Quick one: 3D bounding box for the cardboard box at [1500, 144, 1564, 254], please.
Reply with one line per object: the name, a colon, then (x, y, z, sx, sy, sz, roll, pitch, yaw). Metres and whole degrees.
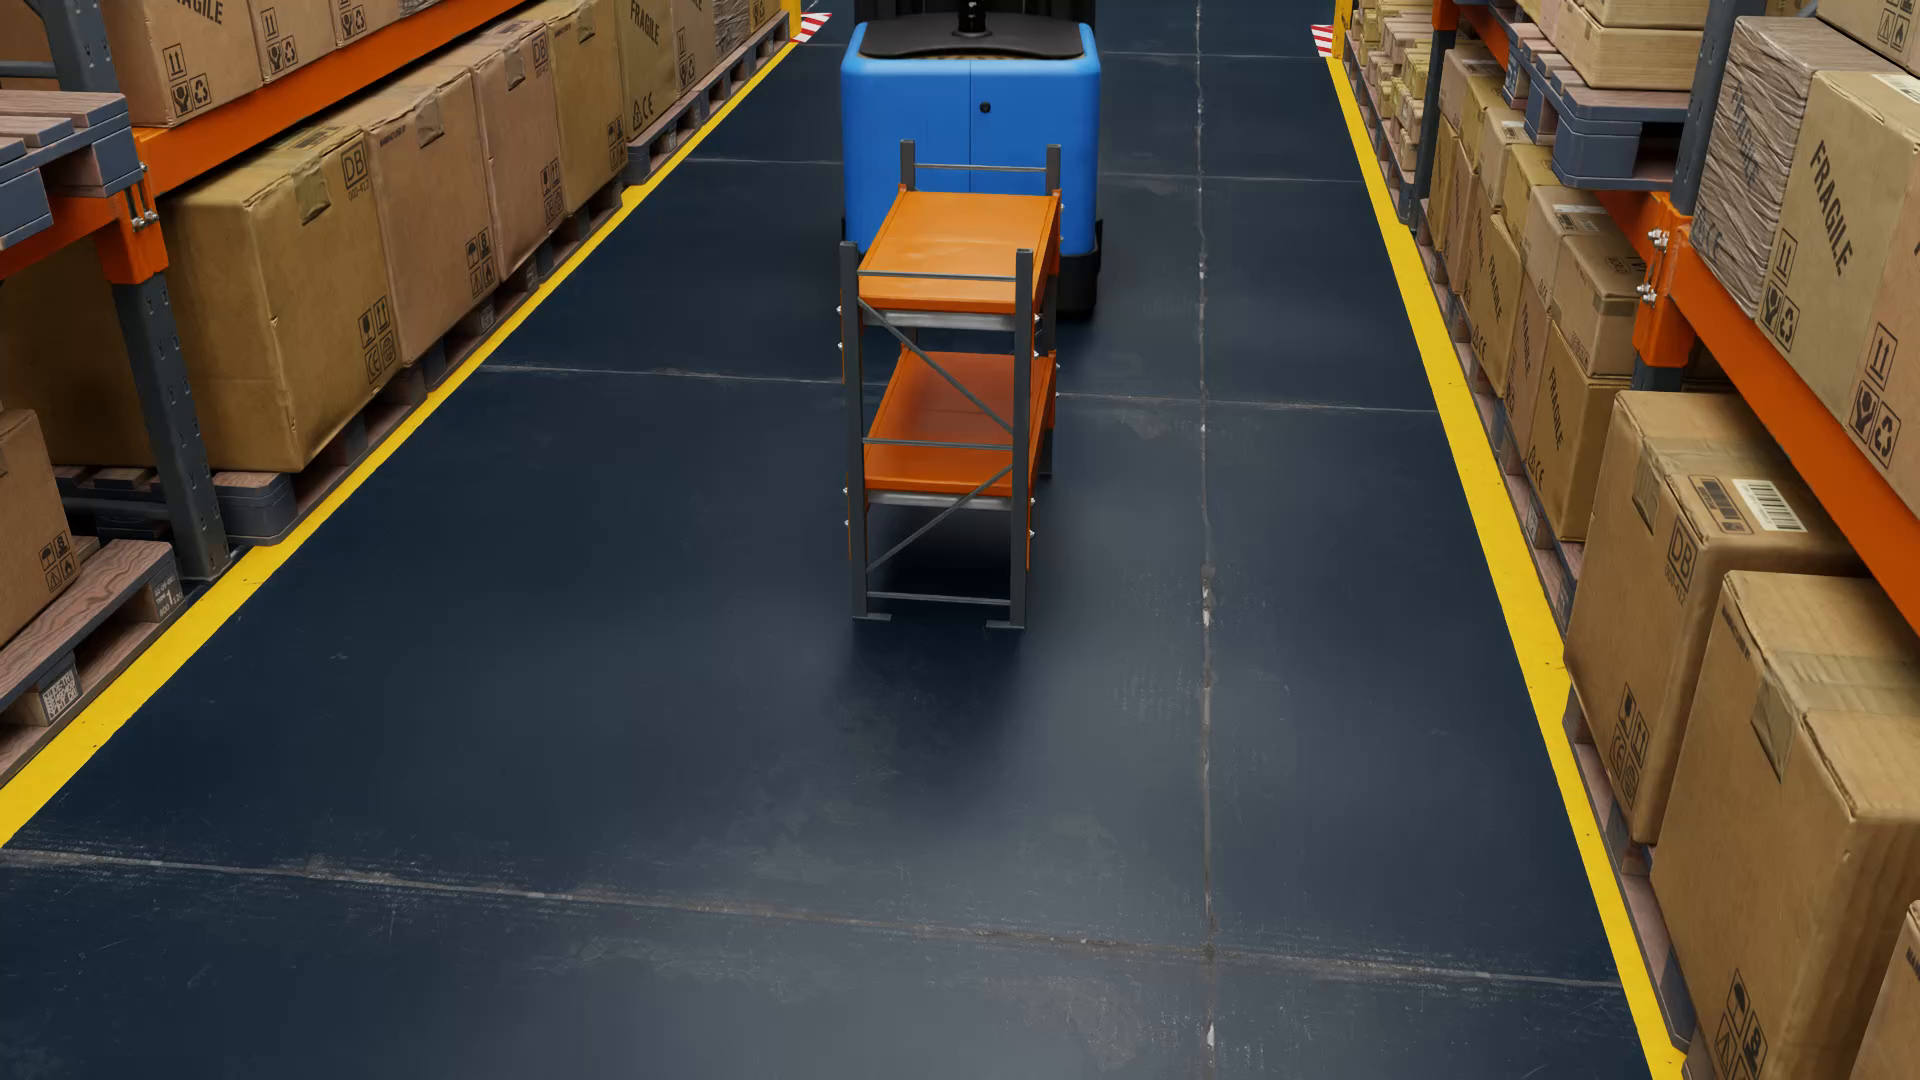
cardboard box: (2.129, -1.136, 5.598, 0.500, 0.250, 0.500, 4, 29, 7)

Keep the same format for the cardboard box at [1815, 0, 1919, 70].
cardboard box: (2.111, -1.181, 3.120, 0.700, 0.500, 0.500, 3, 28, 6)

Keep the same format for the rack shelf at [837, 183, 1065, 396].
rack shelf: (0.001, -0.756, 4.850, 0.538, 0.278, 1.000, 3, 28, 6)

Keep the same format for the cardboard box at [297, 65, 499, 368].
cardboard box: (-2.512, -1.236, 6.178, 1.225, 0.875, 0.875, 3, 29, 6)

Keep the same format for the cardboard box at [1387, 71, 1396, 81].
cardboard box: (2.601, -2.531, 9.348, 0.380, 0.149, 0.250, 4, 29, 7)

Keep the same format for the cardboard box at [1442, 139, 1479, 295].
cardboard box: (2.249, -1.293, 6.681, 0.500, 0.500, 0.500, 5, 29, 8)

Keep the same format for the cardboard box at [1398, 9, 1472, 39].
cardboard box: (2.677, -2.894, 9.394, 0.380, 0.149, 0.250, 3, 29, 6)

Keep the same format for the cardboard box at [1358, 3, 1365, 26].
cardboard box: (2.748, -3.377, 10.605, 0.380, 0.149, 0.250, 3, 28, 6)

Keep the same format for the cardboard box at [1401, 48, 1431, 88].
cardboard box: (2.467, -2.405, 8.487, 0.380, 0.149, 0.250, 3, 28, 6)

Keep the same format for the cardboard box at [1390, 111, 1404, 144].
cardboard box: (2.459, -2.170, 8.679, 0.380, 0.149, 0.250, 2, 28, 5)

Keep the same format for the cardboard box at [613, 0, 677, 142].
cardboard box: (-2.084, -2.682, 8.863, 0.875, 0.875, 0.875, 3, 28, 6)

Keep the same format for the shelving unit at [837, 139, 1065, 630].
shelving unit: (0.001, -0.498, 4.989, 0.538, 1.125, 1.048, 3, 28, 6)

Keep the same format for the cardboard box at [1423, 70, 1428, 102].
cardboard box: (2.451, -2.165, 8.041, 0.380, 0.149, 0.250, 4, 29, 8)

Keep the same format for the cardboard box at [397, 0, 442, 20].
cardboard box: (-2.221, -2.220, 6.102, 0.500, 0.500, 0.500, 3, 29, 6)

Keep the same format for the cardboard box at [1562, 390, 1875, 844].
cardboard box: (2.012, 0.179, 3.684, 1.050, 0.750, 0.750, 3, 28, 6)

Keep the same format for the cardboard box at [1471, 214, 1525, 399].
cardboard box: (2.113, -0.811, 5.785, 0.500, 0.500, 0.500, 2, 28, 4)

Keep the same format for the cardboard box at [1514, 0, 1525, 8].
cardboard box: (1.909, -1.723, 5.107, 0.380, 0.149, 0.250, 2, 28, 4)

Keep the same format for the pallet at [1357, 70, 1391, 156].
pallet: (2.860, -2.457, 9.588, 1.003, 0.211, 1.213, 3, 28, 6)

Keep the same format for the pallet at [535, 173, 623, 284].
pallet: (-2.264, -1.531, 7.869, 1.003, 0.211, 1.213, 3, 28, 6)

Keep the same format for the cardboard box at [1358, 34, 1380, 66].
cardboard box: (2.660, -3.016, 10.248, 0.380, 0.149, 0.250, 4, 29, 7)

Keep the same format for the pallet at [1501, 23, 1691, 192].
pallet: (2.158, -1.165, 4.452, 1.213, 0.211, 1.003, 3, 28, 6)

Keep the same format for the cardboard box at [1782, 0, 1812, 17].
cardboard box: (2.497, -1.434, 4.571, 0.380, 0.149, 0.250, 5, 29, 9)

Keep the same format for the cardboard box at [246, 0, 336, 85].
cardboard box: (-2.344, -1.743, 5.218, 0.500, 0.500, 0.500, 3, 28, 5)

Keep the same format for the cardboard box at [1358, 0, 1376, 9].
cardboard box: (2.682, -3.390, 10.316, 0.380, 0.149, 0.250, 3, 28, 6)

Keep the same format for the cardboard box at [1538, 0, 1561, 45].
cardboard box: (1.844, -1.479, 4.654, 0.380, 0.149, 0.250, 4, 29, 7)

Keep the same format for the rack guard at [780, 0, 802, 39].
rack guard: (-1.751, -3.920, 11.999, 1.175, 0.500, 0.348, 3, 28, 6)

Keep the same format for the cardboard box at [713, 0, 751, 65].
cardboard box: (-1.865, -3.524, 10.427, 0.875, 0.875, 0.875, 3, 28, 6)

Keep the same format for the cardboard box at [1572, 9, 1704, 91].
cardboard box: (1.780, -1.241, 4.213, 0.380, 0.149, 0.250, 4, 29, 7)

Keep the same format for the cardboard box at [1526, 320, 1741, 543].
cardboard box: (1.997, -0.317, 4.868, 0.500, 0.500, 0.500, 3, 28, 6)

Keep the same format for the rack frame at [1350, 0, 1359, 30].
rack frame: (3.156, -4.673, 10.762, 1.000, 3.000, 0.127, 3, 28, 6)

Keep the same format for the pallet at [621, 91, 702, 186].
pallet: (-2.073, -2.252, 9.208, 1.003, 0.211, 1.213, 3, 28, 6)

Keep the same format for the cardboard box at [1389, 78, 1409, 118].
cardboard box: (2.425, -2.273, 8.556, 0.380, 0.149, 0.250, 2, 28, 4)

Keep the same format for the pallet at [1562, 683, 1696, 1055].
pallet: (2.005, 0.687, 3.753, 1.003, 0.211, 1.213, 3, 28, 6)

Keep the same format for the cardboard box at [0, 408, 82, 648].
cardboard box: (-2.796, -0.020, 4.296, 0.700, 0.500, 0.500, 2, 28, 4)

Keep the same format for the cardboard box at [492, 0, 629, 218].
cardboard box: (-2.303, -2.073, 7.733, 1.225, 0.875, 0.875, 3, 29, 6)

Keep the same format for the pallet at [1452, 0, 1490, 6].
pallet: (2.428, -2.355, 6.660, 1.003, 0.211, 1.213, 3, 28, 6)

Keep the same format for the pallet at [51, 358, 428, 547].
pallet: (-2.563, -0.382, 5.737, 1.003, 0.211, 1.213, 3, 28, 6)

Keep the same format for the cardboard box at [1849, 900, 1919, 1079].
cardboard box: (1.795, 1.030, 2.105, 1.050, 0.750, 0.750, 3, 28, 6)

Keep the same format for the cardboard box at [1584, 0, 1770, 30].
cardboard box: (1.785, -1.372, 4.142, 0.380, 0.149, 0.250, 4, 29, 7)

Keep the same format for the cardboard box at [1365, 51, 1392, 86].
cardboard box: (2.606, -2.778, 9.807, 0.380, 0.149, 0.250, 2, 28, 4)

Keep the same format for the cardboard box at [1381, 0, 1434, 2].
cardboard box: (2.691, -3.139, 9.849, 0.380, 0.149, 0.250, 4, 29, 8)

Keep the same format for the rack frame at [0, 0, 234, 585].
rack frame: (-2.734, -1.243, 4.395, 1.000, 3.000, 0.127, 3, 28, 6)

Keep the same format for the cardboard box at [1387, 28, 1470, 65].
cardboard box: (2.517, -2.655, 8.952, 0.380, 0.149, 0.250, 2, 28, 4)

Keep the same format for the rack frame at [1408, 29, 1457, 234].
rack frame: (2.666, -2.790, 7.267, 1.000, 3.000, 0.127, 3, 28, 6)

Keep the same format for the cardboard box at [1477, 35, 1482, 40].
cardboard box: (3.062, -2.753, 9.132, 0.380, 0.149, 0.250, 2, 28, 4)

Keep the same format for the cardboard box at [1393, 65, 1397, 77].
cardboard box: (2.618, -2.632, 9.221, 0.380, 0.149, 0.250, 2, 28, 4)

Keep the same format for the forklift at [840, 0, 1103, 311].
forklift: (0.072, -2.889, 7.522, 1.130, 2.935, 3.031, 1, 28, 1)

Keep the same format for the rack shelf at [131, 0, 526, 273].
rack shelf: (-2.489, -1.868, 6.313, 1.077, 0.370, 4.000, 3, 28, 6)

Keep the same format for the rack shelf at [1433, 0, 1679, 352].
rack shelf: (2.421, -1.532, 5.690, 1.077, 0.370, 4.000, 3, 28, 6)

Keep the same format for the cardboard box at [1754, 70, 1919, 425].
cardboard box: (1.794, -0.516, 2.941, 0.500, 0.500, 0.500, 3, 28, 6)

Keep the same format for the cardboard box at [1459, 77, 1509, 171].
cardboard box: (2.251, -1.622, 6.500, 0.500, 0.250, 0.500, 4, 29, 8)

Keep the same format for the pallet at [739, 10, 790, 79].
pallet: (-1.774, -3.400, 11.339, 1.003, 0.211, 1.213, 3, 28, 6)

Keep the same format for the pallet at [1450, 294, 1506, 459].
pallet: (2.425, -0.620, 6.179, 1.003, 0.211, 1.213, 3, 28, 6)

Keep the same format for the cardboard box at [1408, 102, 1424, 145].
cardboard box: (2.389, -2.018, 8.082, 0.380, 0.149, 0.250, 4, 29, 7)

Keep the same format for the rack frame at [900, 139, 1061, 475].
rack frame: (0.063, -0.738, 5.433, 0.500, 1.125, 0.032, 3, 28, 6)

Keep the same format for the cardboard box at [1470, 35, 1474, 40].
cardboard box: (3.178, -3.104, 10.098, 0.380, 0.149, 0.250, 3, 28, 6)

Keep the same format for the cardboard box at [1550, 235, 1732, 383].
cardboard box: (2.000, -0.659, 4.713, 0.500, 0.250, 0.500, 3, 28, 5)
